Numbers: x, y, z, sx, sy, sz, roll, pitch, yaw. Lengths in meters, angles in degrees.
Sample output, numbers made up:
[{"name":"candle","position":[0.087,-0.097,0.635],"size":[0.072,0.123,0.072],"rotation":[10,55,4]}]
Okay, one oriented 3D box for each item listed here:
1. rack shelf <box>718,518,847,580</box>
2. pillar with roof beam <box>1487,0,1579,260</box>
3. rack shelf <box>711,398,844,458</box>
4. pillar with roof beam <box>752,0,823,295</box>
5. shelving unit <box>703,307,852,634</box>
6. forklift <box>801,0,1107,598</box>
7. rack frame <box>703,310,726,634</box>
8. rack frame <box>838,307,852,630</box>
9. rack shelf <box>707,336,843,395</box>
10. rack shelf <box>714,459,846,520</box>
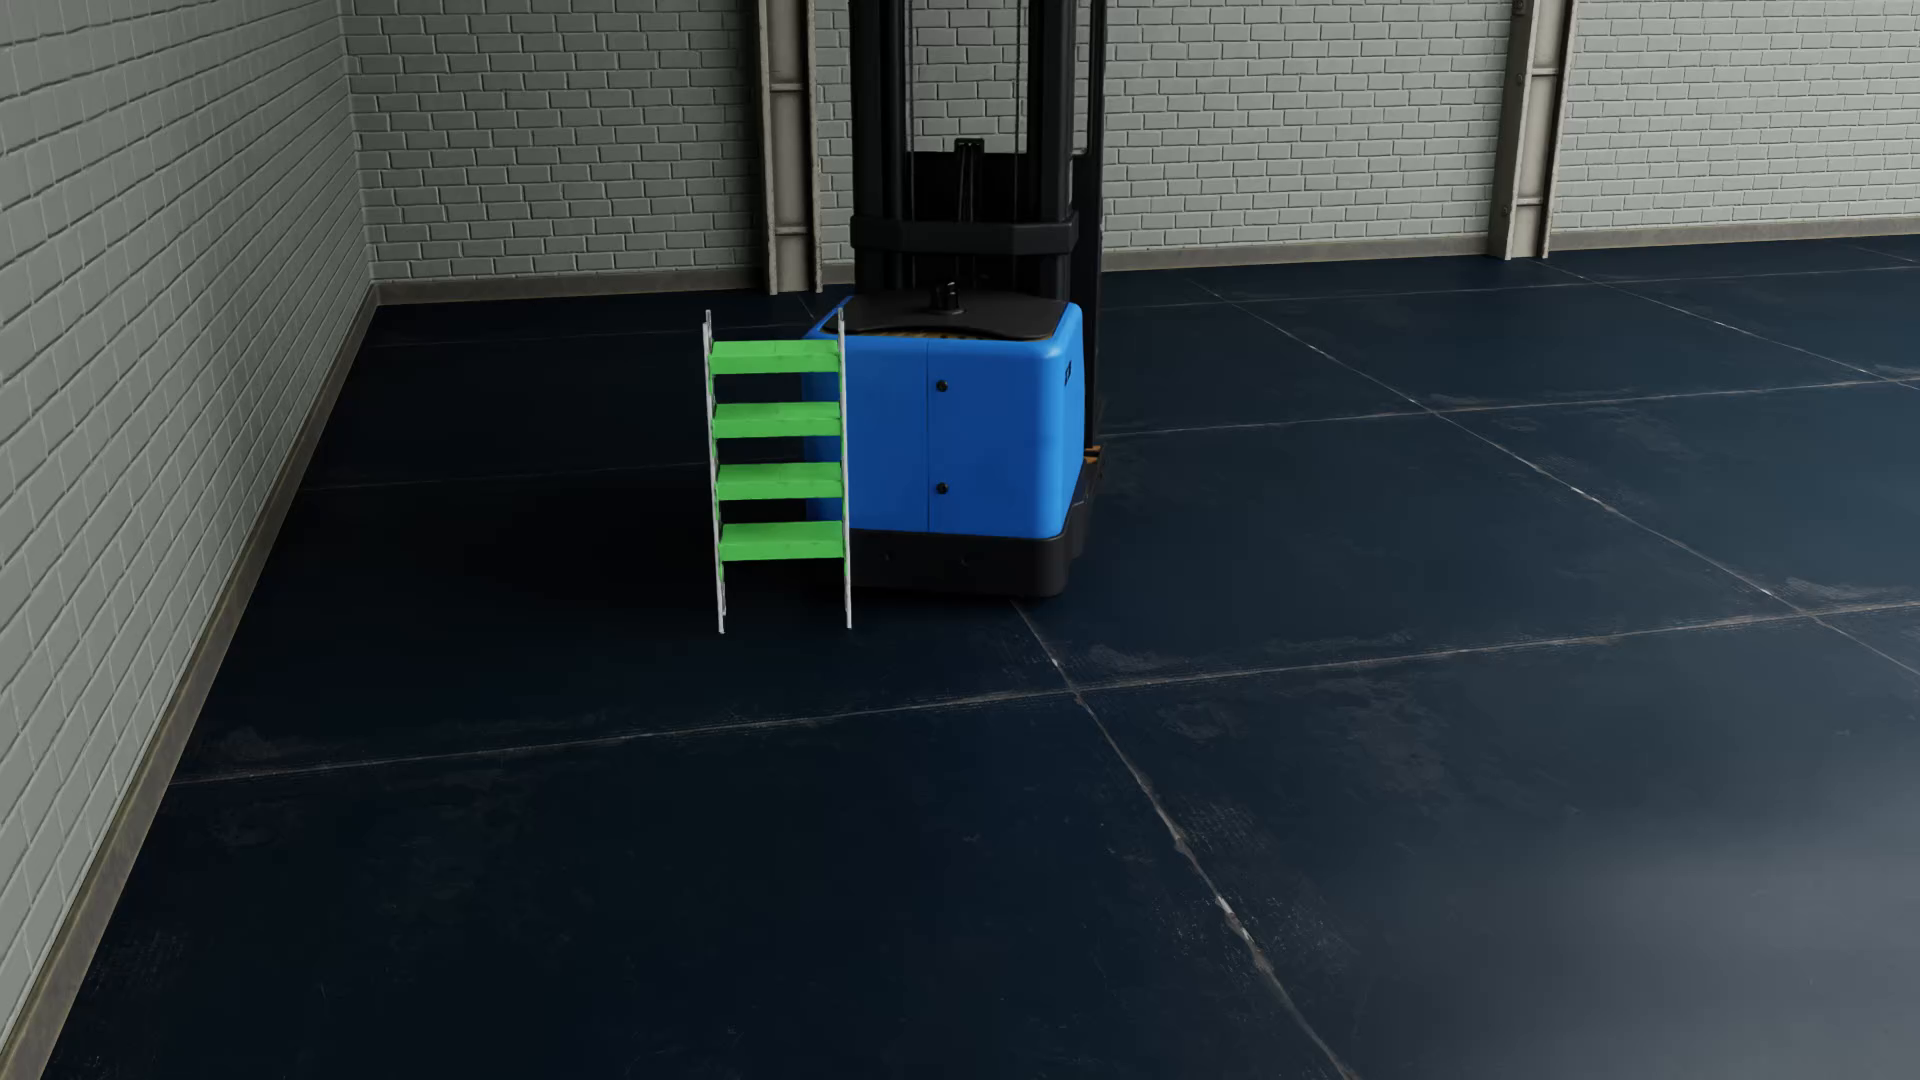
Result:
[{"name":"rack shelf","position":[-0.677,0.032,6.367],"size":[0.480,0.148,0.258],"rotation":[-2,20,-5]},{"name":"pillar with roof beam","position":[5.584,-5.132,8.243],"size":[0.400,9.000,9.100],"rotation":[-5,21,-12]},{"name":"rack shelf","position":[-0.677,-0.419,6.202],"size":[0.480,0.148,0.258],"rotation":[-2,20,-5]},{"name":"pillar with roof beam","position":[-0.255,-4.657,6.946],"size":[0.400,9.000,9.100],"rotation":[-5,21,-12]},{"name":"shelving unit","position":[-0.677,-0.254,6.263],"size":[0.503,1.200,0.258],"rotation":[-2,20,-5]},{"name":"forklift","position":[0.114,-1.621,7.478],"size":[1.130,2.935,3.031],"rotation":[3,20,9]},{"name":"rack frame","position":[-0.920,-0.246,6.242],"size":[0.015,1.200,0.240],"rotation":[-2,20,-5]},{"name":"rack frame","position":[-0.434,-0.261,6.283],"size":[0.015,1.200,0.240],"rotation":[-2,20,-5]},{"name":"rack shelf","position":[-0.677,-0.644,6.120],"size":[0.480,0.148,0.258],"rotation":[-2,20,-5]},{"name":"rack shelf","position":[-0.677,-0.194,6.285],"size":[0.480,0.148,0.258],"rotation":[-2,20,-5]}]
